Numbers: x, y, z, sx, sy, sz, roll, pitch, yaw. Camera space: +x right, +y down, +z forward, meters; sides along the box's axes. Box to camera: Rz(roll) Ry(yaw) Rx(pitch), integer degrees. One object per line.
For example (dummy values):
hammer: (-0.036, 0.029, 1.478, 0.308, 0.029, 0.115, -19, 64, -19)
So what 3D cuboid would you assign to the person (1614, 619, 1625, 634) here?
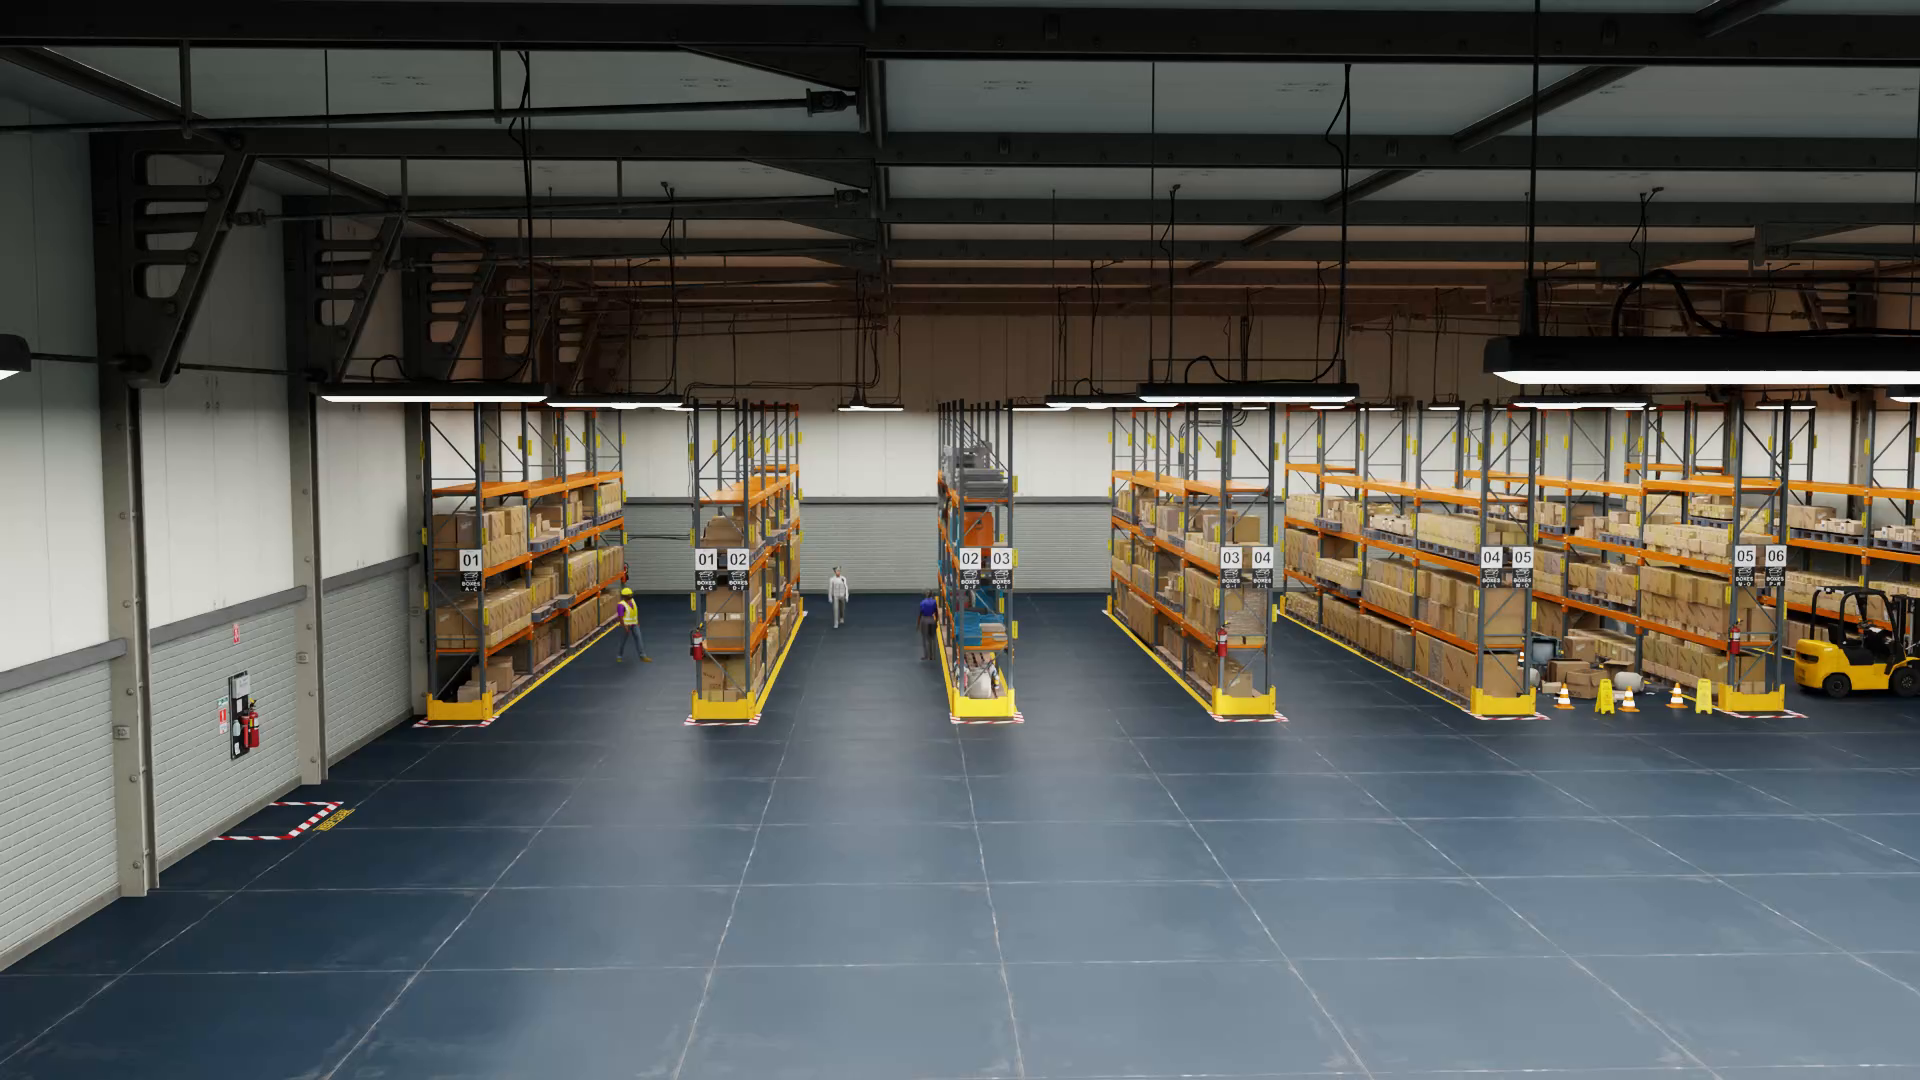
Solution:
person: (16.564, 1.684, 41.737, 0.431, 1.782, 0.623, 3, 5, 31)

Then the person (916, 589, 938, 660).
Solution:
person: (-0.743, 1.968, 38.480, 0.584, 1.698, 0.359, -3, 5, -36)

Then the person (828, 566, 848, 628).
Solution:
person: (-3.266, 1.511, 44.649, 0.527, 1.634, 0.952, -1, 4, -8)

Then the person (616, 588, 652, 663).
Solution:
person: (-7.556, 1.955, 38.224, 0.690, 1.739, 0.716, 4, 6, 43)
